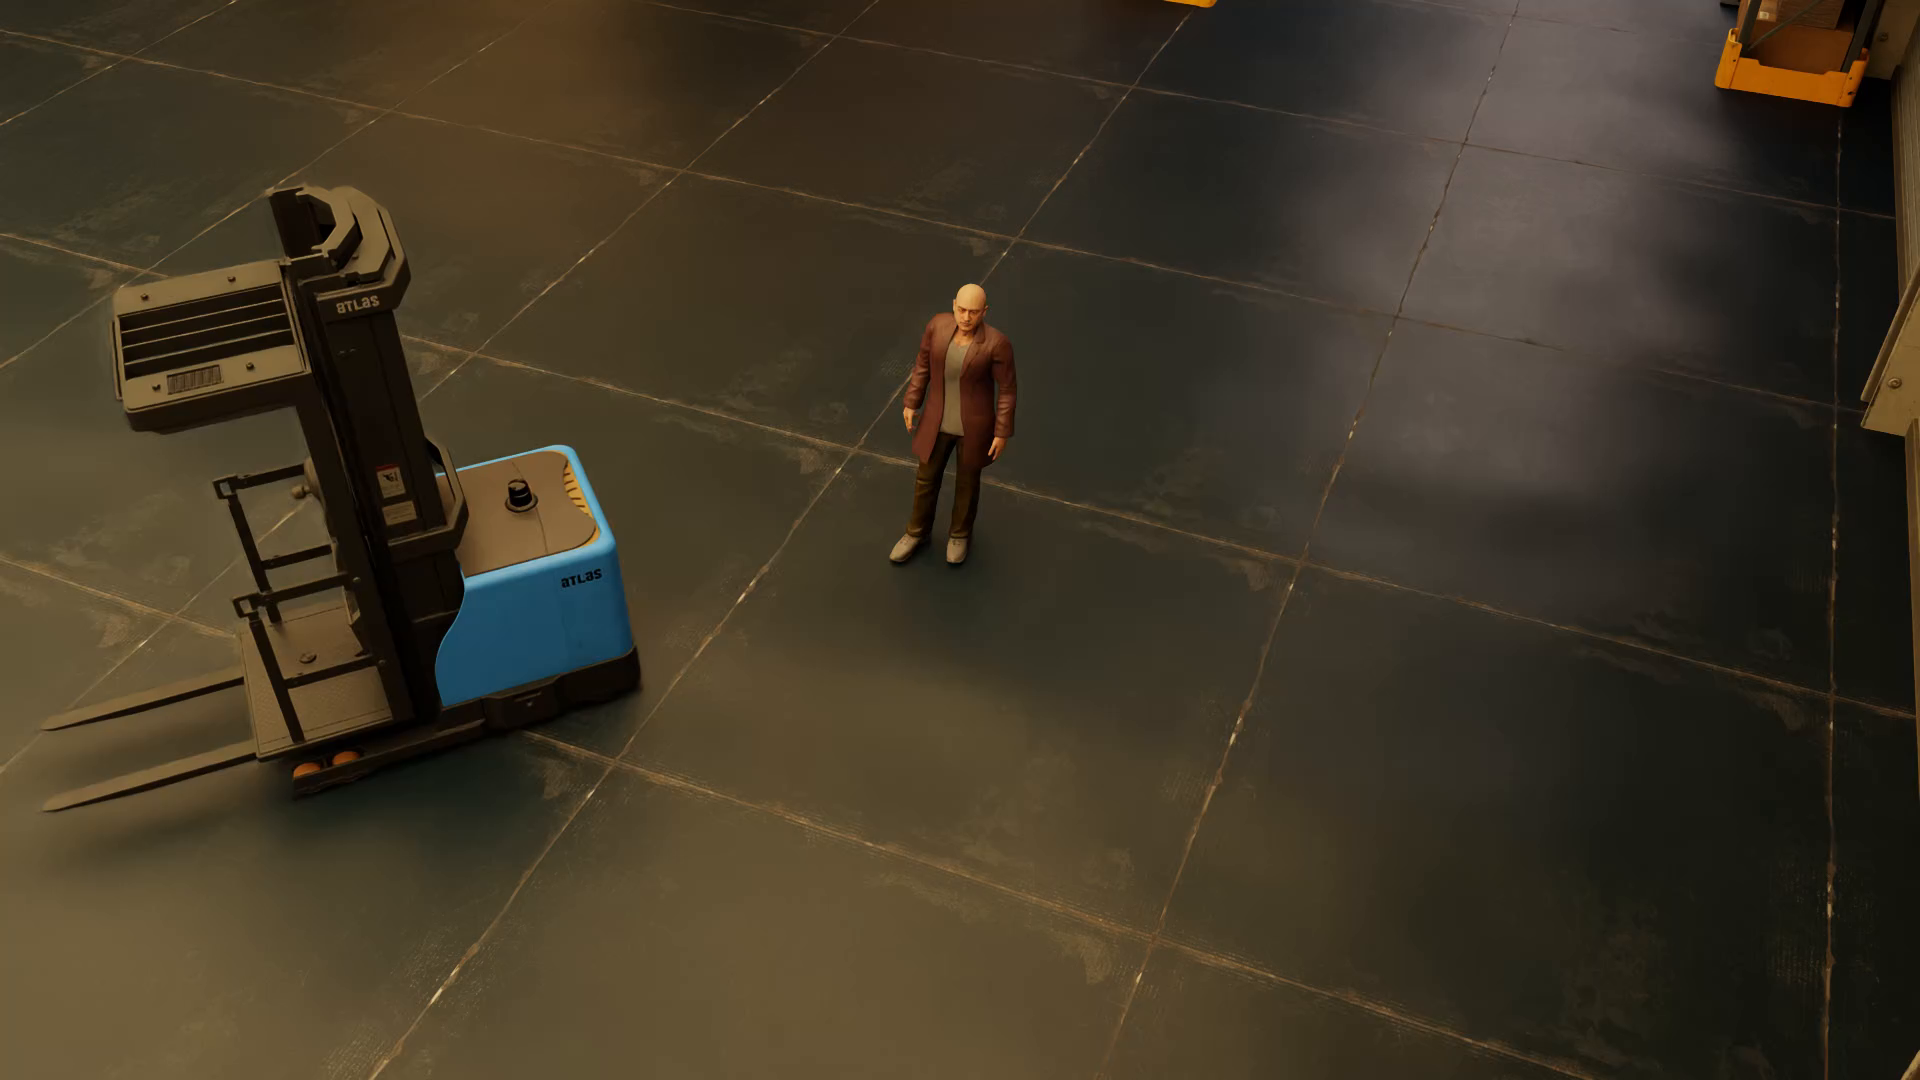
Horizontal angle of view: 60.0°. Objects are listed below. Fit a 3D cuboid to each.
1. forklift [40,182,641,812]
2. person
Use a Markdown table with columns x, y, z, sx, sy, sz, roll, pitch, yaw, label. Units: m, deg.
| x | y | z | sx | sy | sz | roll | pitch | yaw | label |
| --- | --- | --- | --- | --- | --- | --- | --- | --- | --- |
| -3.342 | -0.185 | 8.228 | 3.031 | 2.935 | 1.130 | -16 | 43 | -18 | forklift |
| -0.039 | -0.635 | 9.652 | 0.696 | 1.776 | 0.582 | 15 | 42 | 17 | person |
